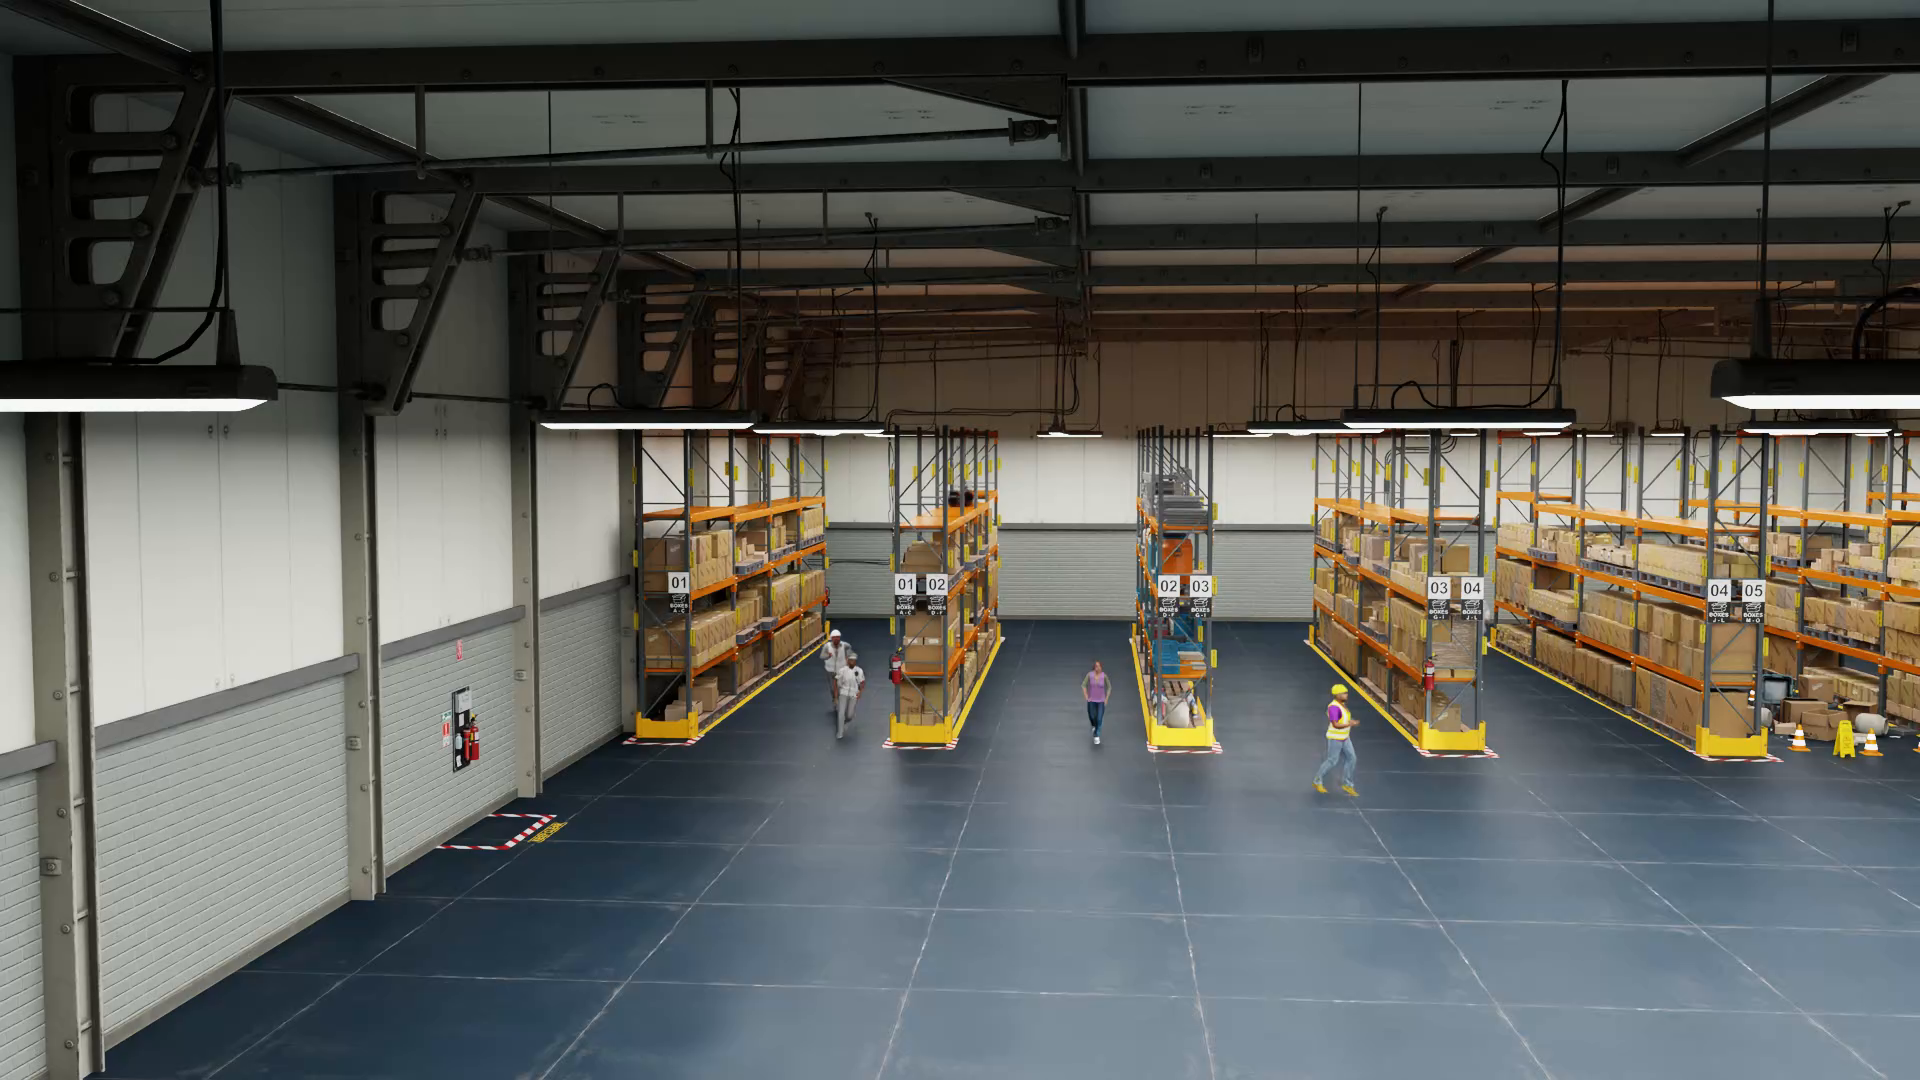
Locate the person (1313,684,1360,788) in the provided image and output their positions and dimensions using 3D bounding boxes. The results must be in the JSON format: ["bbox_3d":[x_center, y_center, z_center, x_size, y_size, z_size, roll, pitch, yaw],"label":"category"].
[{"bbox_3d":[6.063,3.143,26.711,0.773,1.663,0.720,2,4,32],"label":"person"}]

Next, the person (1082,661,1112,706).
[{"bbox_3d":[2.584,2.705,31.457,0.569,0.852,0.325,0,3,6],"label":"person"}]

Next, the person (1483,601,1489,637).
[{"bbox_3d":[13.515,2.328,43.509,0.680,1.560,0.657,1,3,11],"label":"person"}]

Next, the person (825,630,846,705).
[{"bbox_3d":[-2.620,2.658,35.063,0.445,1.592,0.868,0,3,0],"label":"person"}]

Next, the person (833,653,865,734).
[{"bbox_3d":[-2.134,2.945,32.031,0.618,1.559,0.482,0,3,-3],"label":"person"}]
